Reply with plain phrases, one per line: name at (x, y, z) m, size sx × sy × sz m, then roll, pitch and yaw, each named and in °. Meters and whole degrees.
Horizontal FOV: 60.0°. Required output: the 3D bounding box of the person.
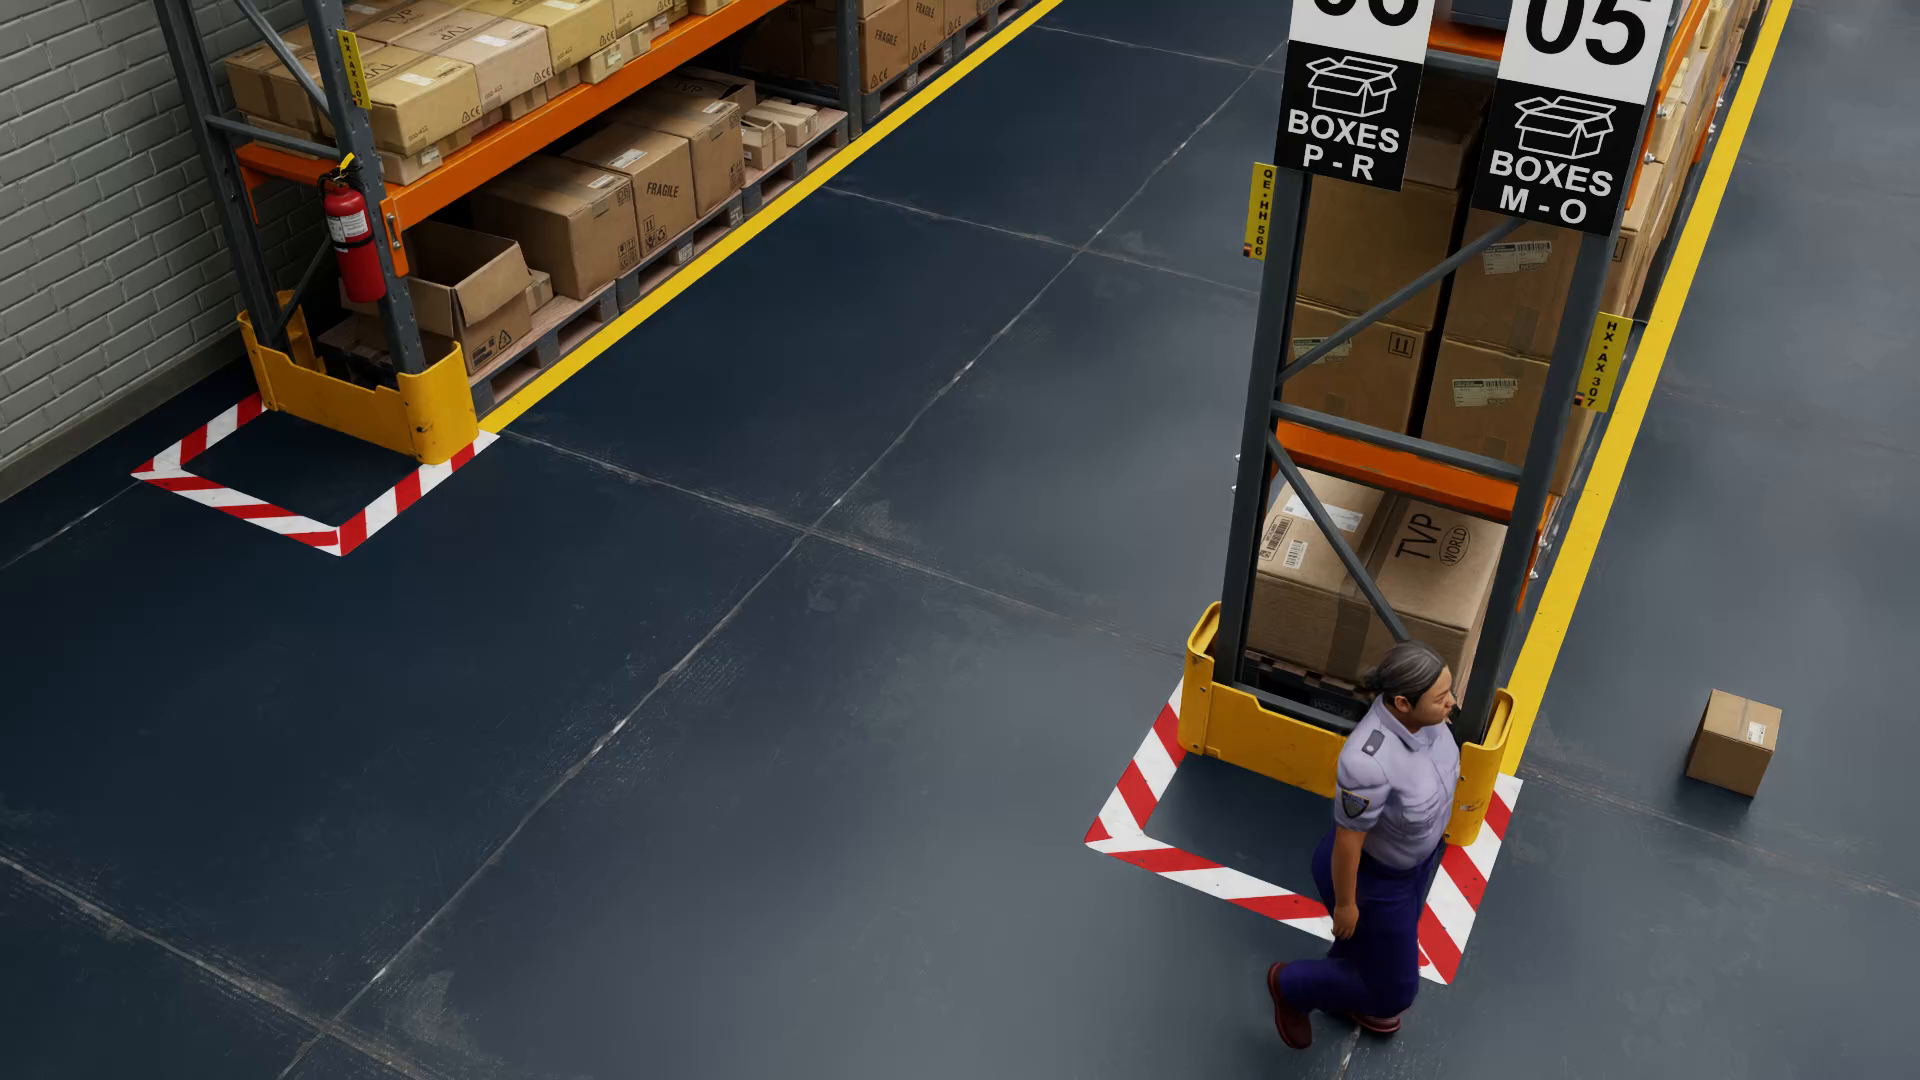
person at (1.242, 0.942, 4.925) m, size 0.467 × 1.639 × 0.507 m, roll 22°, pitch 43°, yaw 26°
